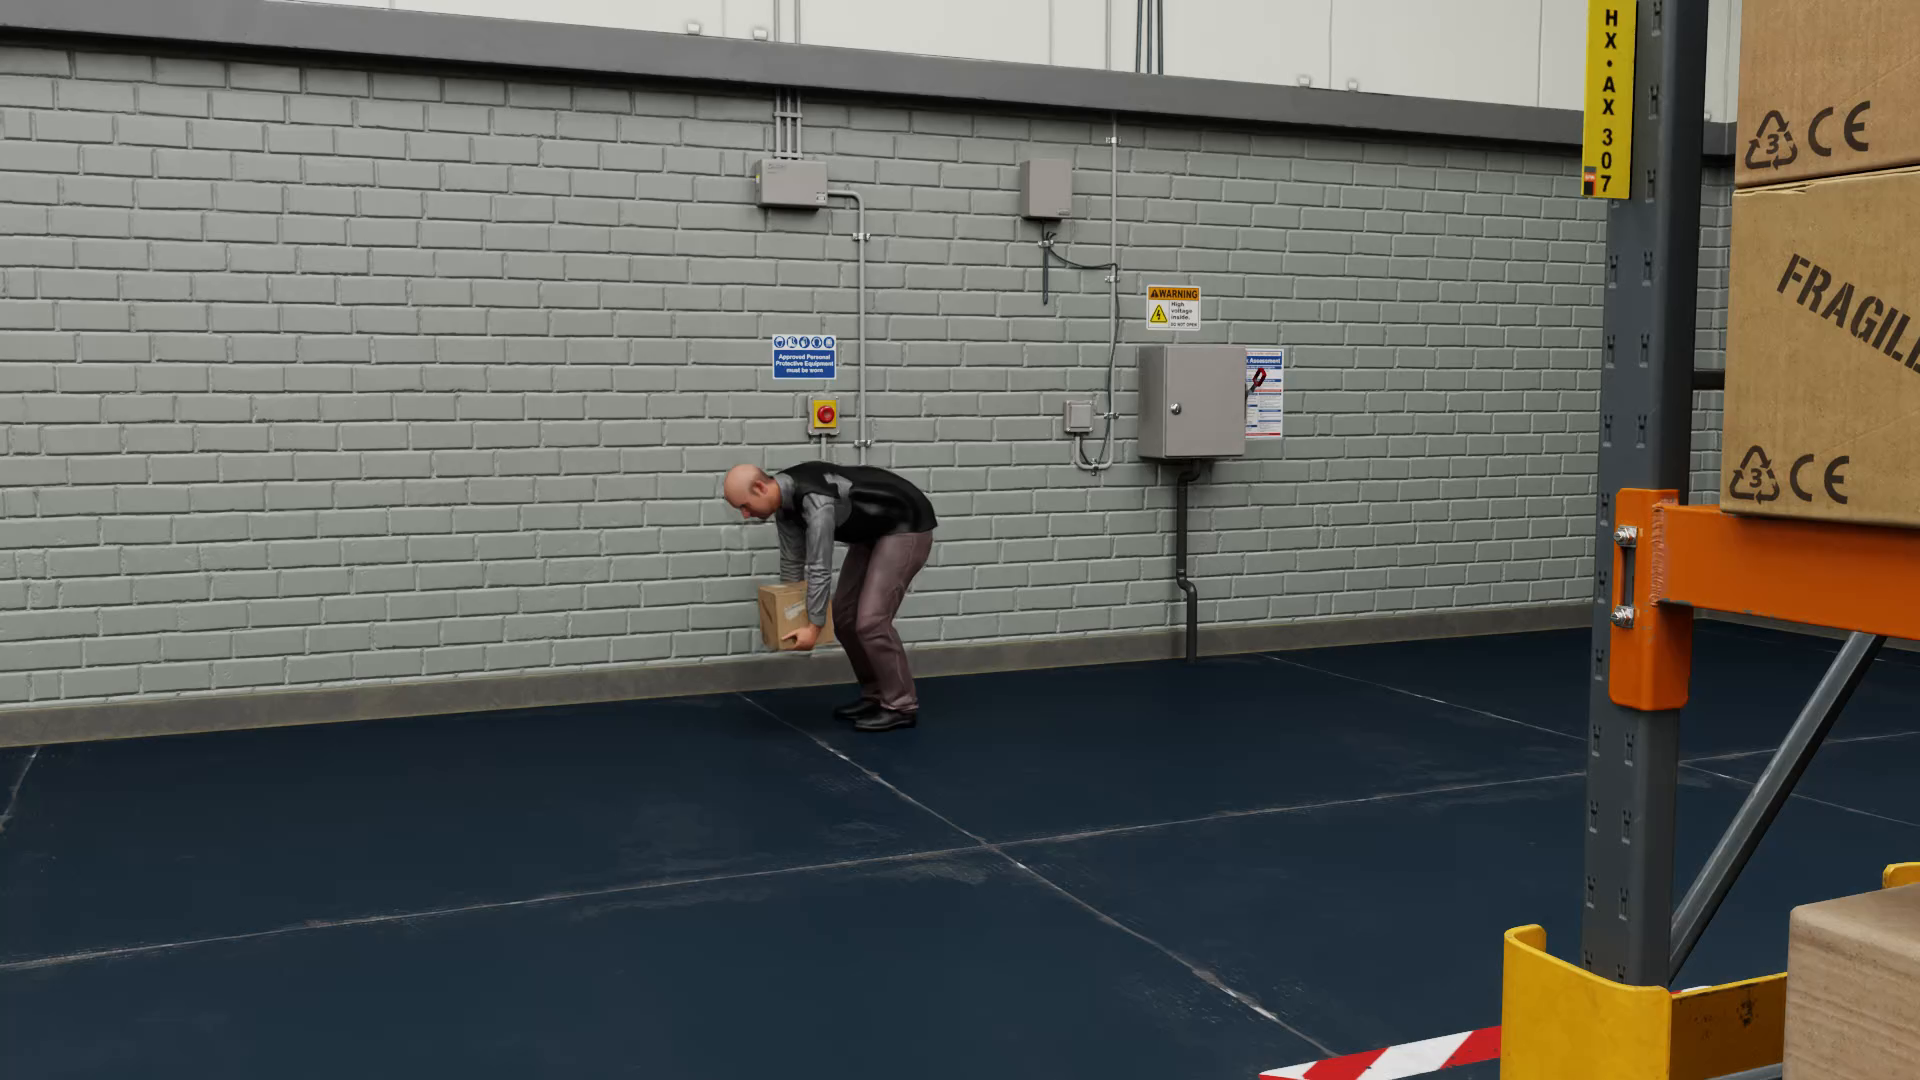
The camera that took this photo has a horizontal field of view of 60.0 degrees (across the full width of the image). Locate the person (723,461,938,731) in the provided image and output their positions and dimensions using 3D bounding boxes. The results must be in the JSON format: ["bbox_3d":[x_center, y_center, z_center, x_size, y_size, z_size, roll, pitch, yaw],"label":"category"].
[{"bbox_3d":[-0.569,0.242,7.263,0.948,1.171,0.461,-3,6,-25],"label":"person"}]
